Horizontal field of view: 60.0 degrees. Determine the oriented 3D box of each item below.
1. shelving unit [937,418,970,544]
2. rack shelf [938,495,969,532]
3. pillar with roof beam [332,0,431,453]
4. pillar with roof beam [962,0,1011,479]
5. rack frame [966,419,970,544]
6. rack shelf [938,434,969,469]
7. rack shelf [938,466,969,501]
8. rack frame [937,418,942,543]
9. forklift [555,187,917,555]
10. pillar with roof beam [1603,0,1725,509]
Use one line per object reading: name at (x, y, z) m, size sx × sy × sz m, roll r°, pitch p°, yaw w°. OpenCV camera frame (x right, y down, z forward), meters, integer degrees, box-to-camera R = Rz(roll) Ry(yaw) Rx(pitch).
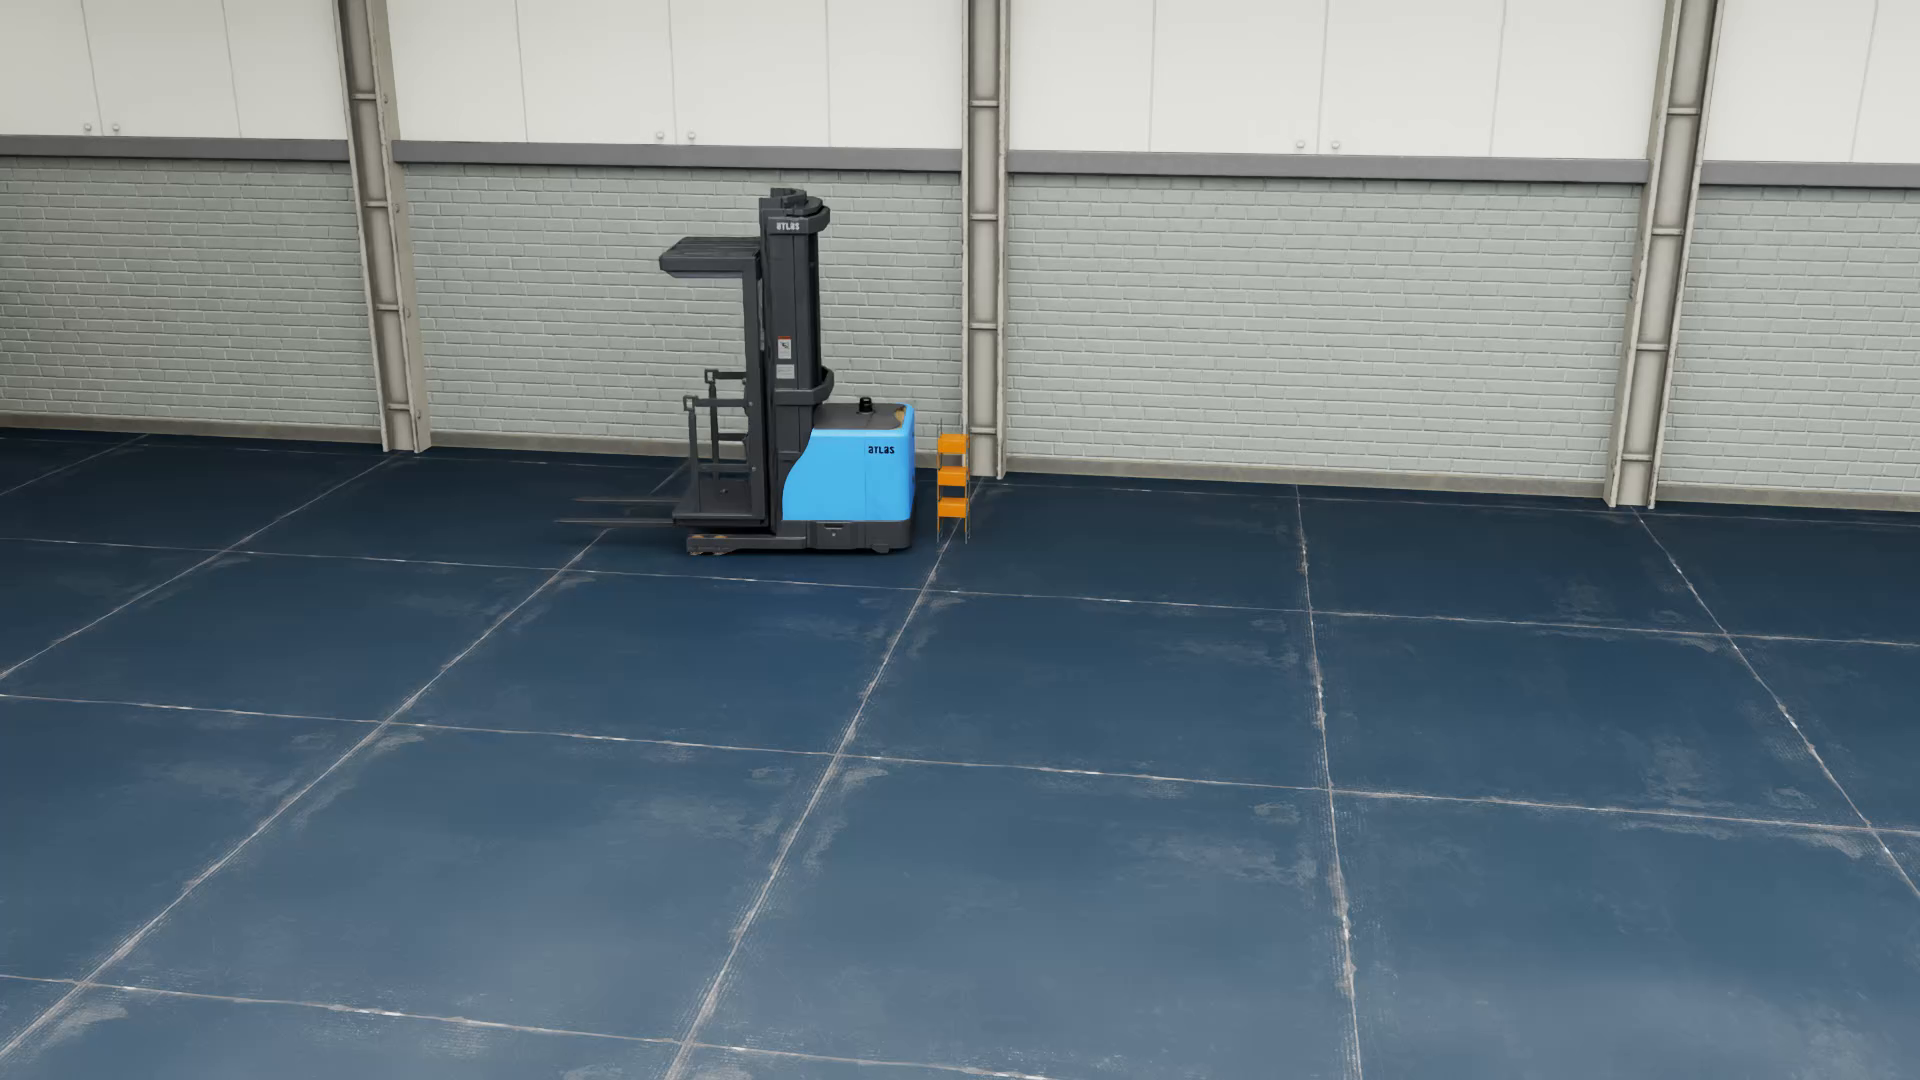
shelving unit at (-0.053, -0.501, 14.145) m, size 0.252 × 1.050 × 0.215 m, roll 3°, pitch 19°, yaw 9°
rack shelf at (-0.053, -0.227, 14.236) m, size 0.240 × 0.259 × 0.215 m, roll 3°, pitch 19°, yaw 9°
pillar with roof beam at (-6.371, -3.866, 11.675) m, size 0.400 × 9.000 × 9.100 m, roll 3°, pitch 19°, yaw 9°
pillar with roof beam at (-0.447, -3.564, 10.772) m, size 0.400 × 9.000 × 9.100 m, roll 3°, pitch 19°, yaw 9°
rack frame at (0.068, -0.494, 14.126) m, size 0.008 × 1.050 × 0.200 m, roll 3°, pitch 19°, yaw 9°
rack shelf at (-0.053, -0.760, 14.058) m, size 0.240 × 0.259 × 0.215 m, roll 3°, pitch 19°, yaw 9°
rack shelf at (-0.053, -0.491, 14.148) m, size 0.240 × 0.259 × 0.215 m, roll 3°, pitch 19°, yaw 9°
rack frame at (-0.173, -0.507, 14.163) m, size 0.008 × 1.050 × 0.200 m, roll 3°, pitch 19°, yaw 9°
forklift at (-1.910, -1.429, 13.953) m, size 3.031 × 2.935 × 1.130 m, roll 0°, pitch 19°, yaw 1°
pillar with roof beam at (5.477, -3.262, 9.870) m, size 0.400 × 9.000 × 9.100 m, roll 3°, pitch 19°, yaw 9°
